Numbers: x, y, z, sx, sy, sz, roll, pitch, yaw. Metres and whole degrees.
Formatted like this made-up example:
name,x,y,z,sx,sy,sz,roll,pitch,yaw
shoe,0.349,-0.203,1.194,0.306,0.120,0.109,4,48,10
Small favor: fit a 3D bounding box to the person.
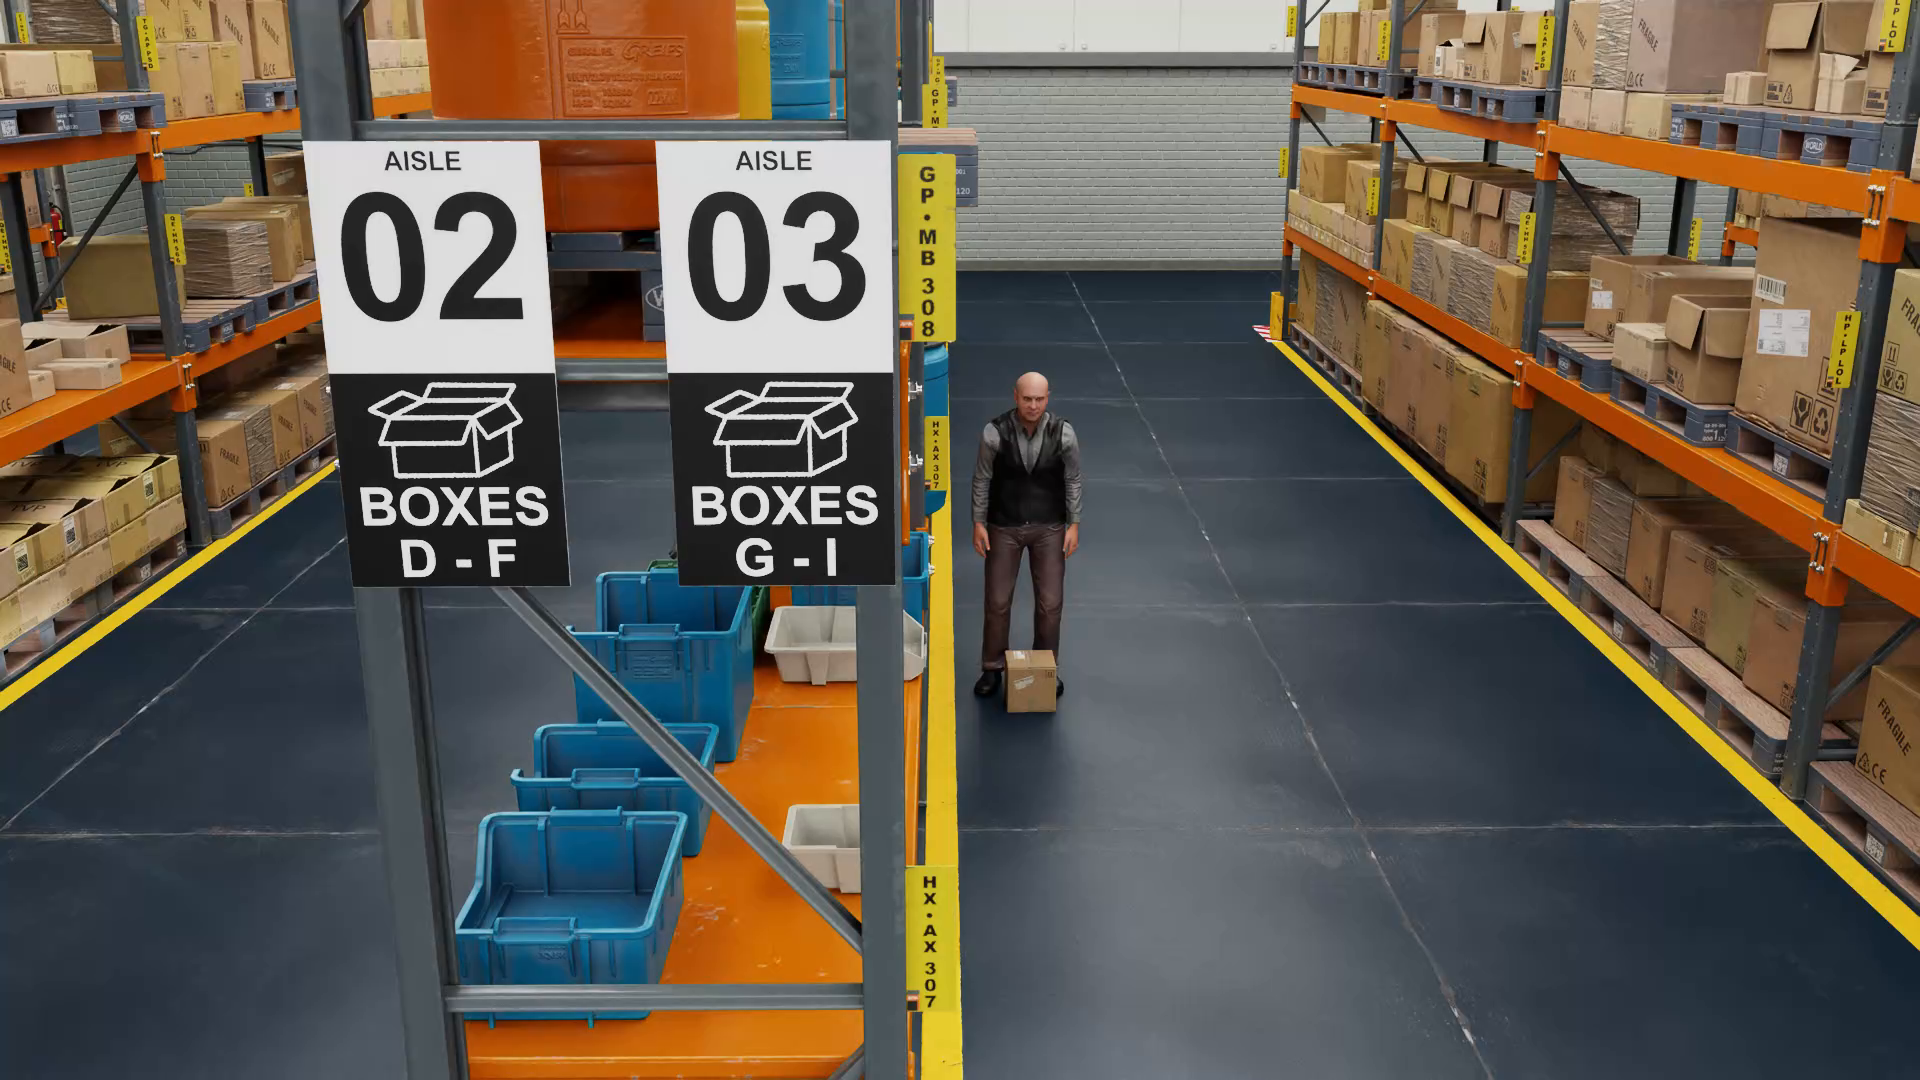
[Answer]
name,x,y,z,sx,sy,sz,roll,pitch,yaw
person,0.347,-0.049,8.745,0.580,1.720,0.421,0,17,-1
